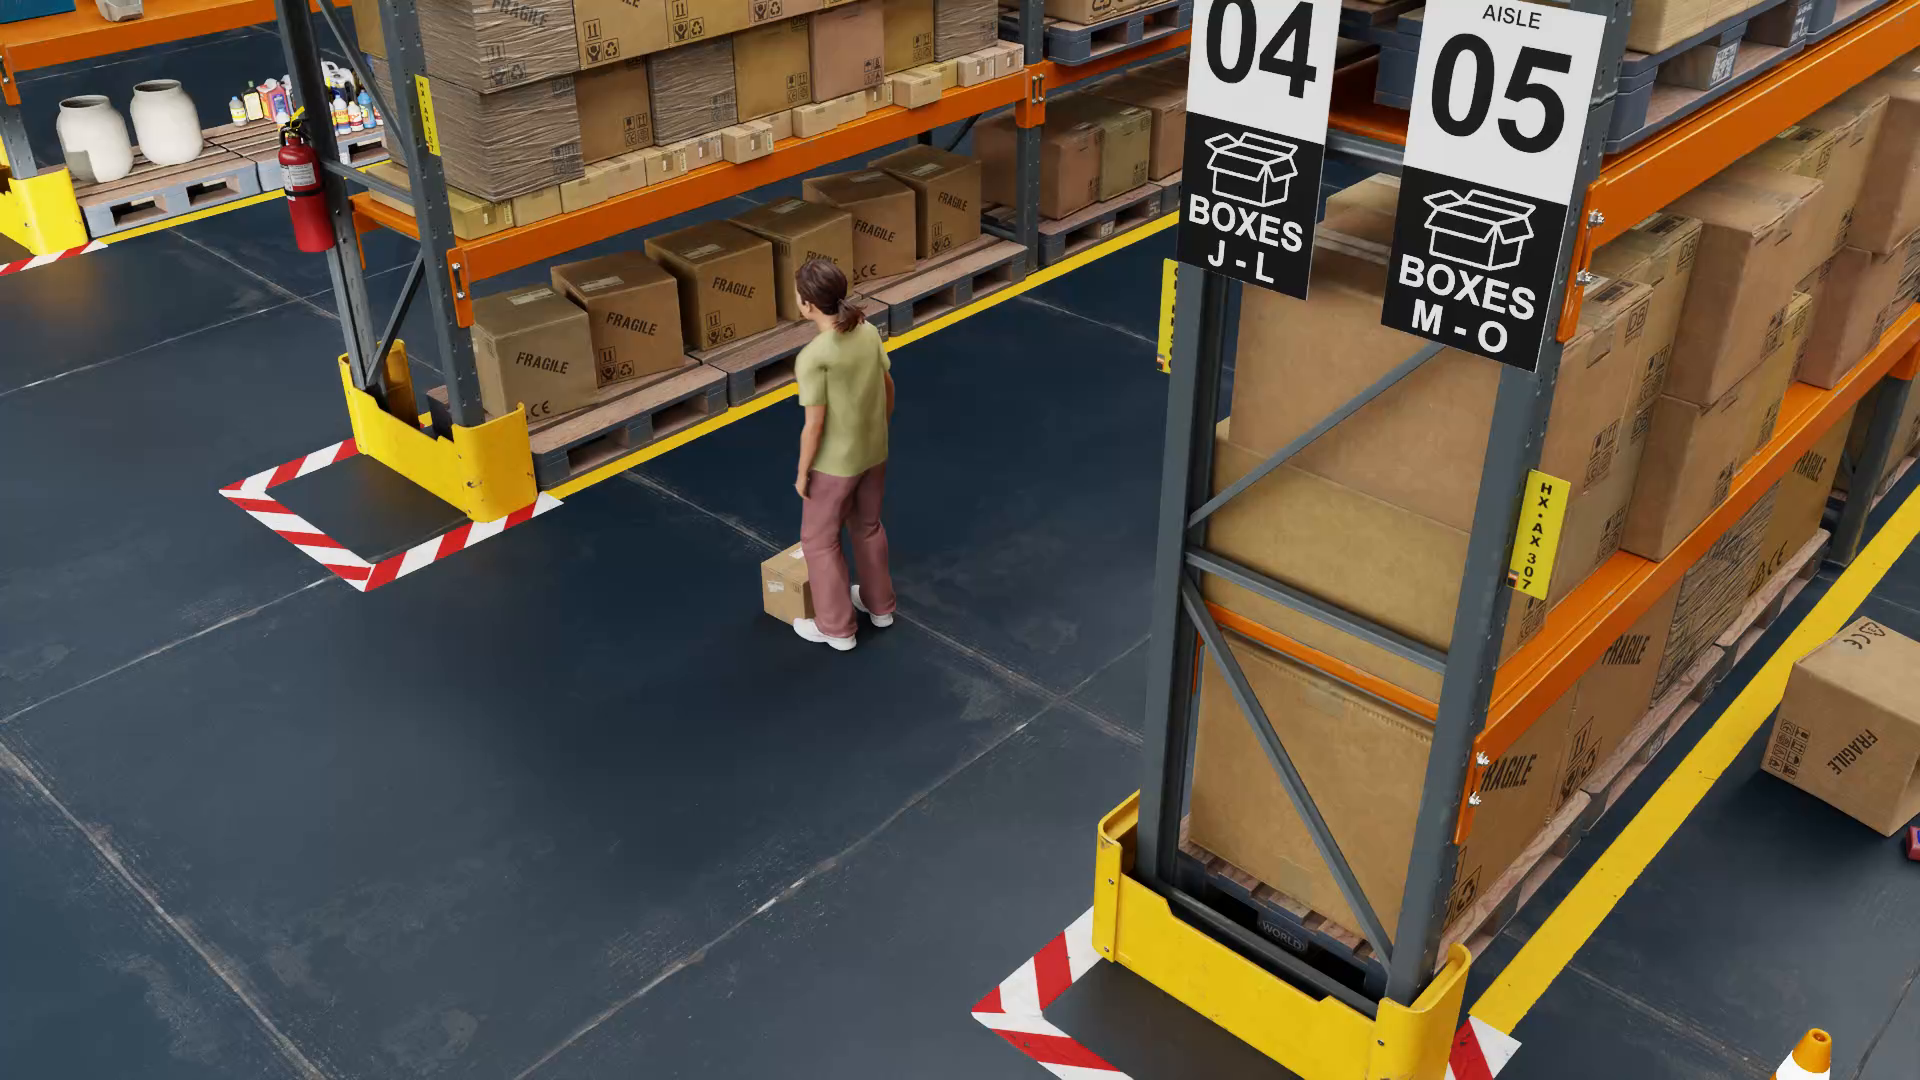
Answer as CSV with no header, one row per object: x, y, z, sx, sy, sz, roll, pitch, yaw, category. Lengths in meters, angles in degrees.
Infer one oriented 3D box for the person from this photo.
-0.482,-0.329,6.674,0.365,1.672,0.497,24,39,34,person
